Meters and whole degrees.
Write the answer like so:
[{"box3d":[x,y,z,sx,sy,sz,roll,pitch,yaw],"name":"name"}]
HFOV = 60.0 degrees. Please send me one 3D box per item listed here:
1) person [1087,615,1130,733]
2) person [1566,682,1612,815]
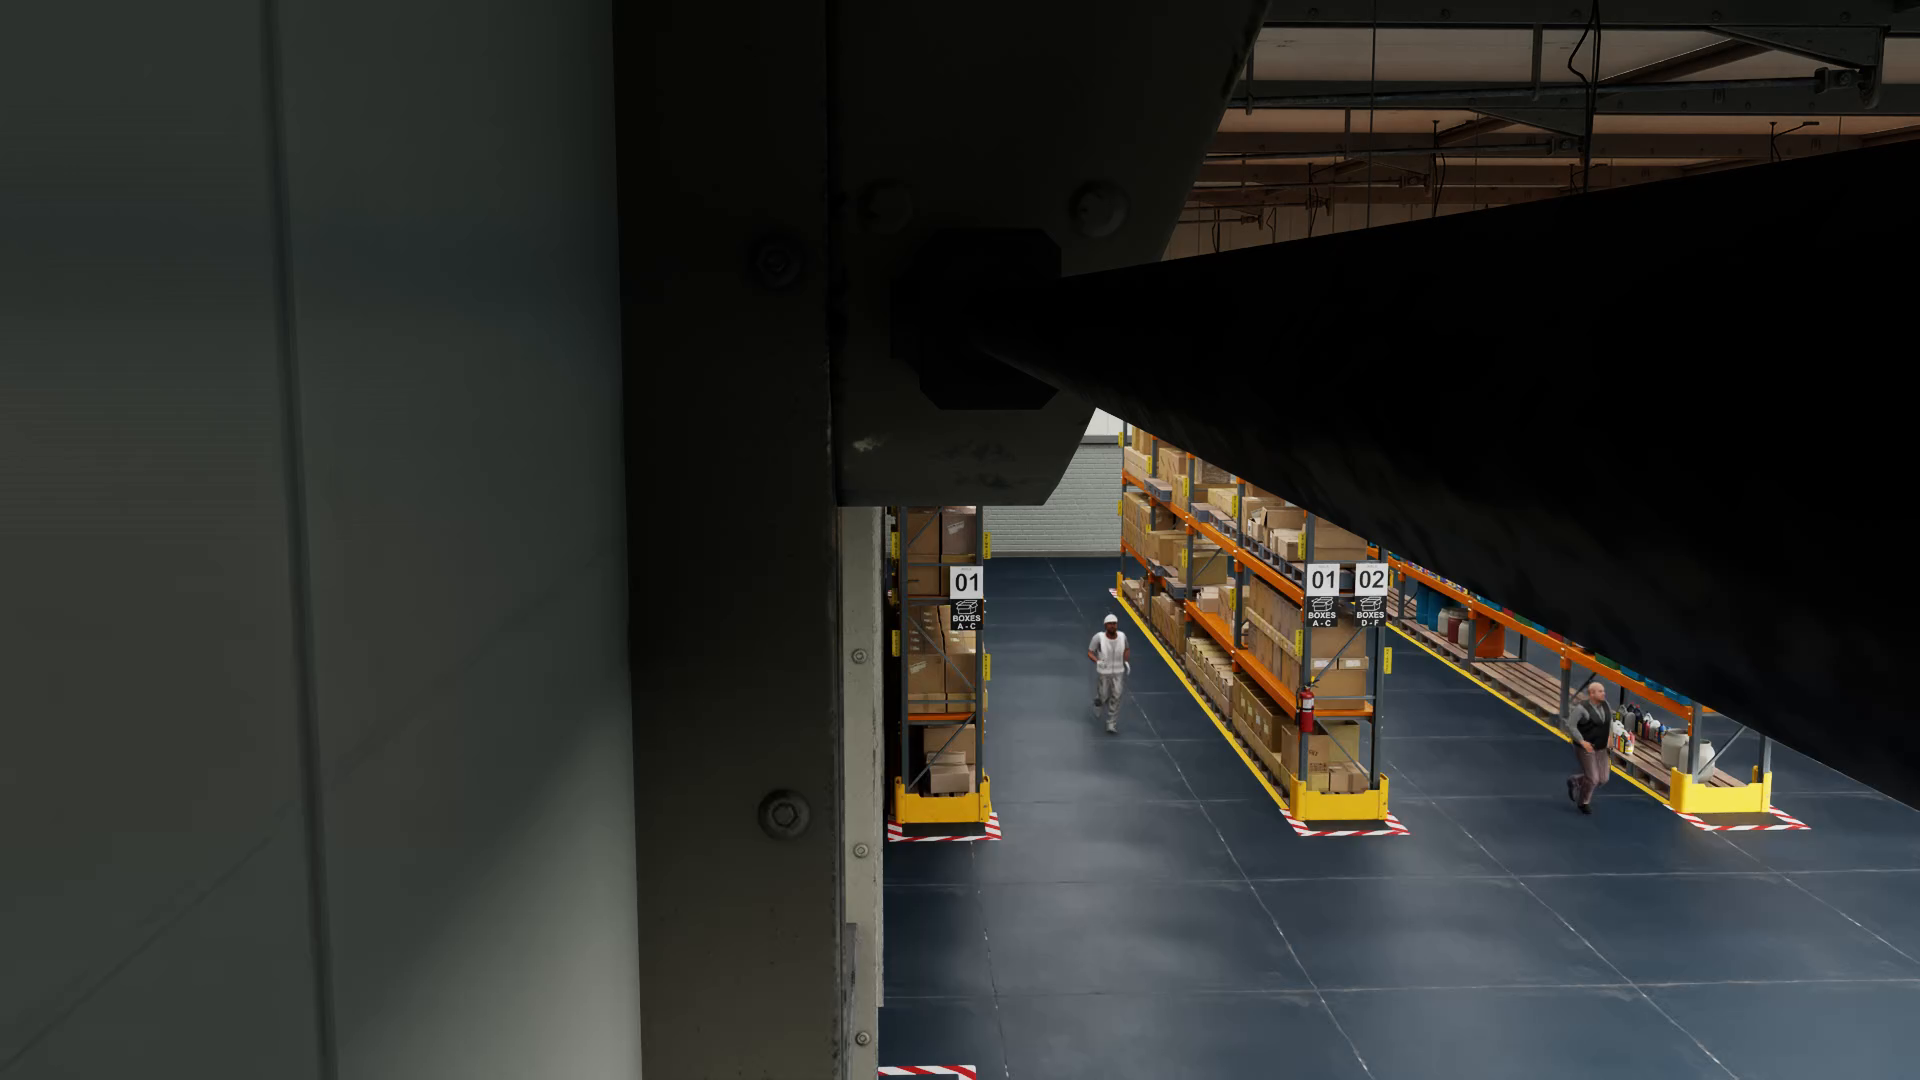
[{"box3d":[2.239,1.983,24.916,0.676,1.766,0.757,-2,8,-11],"name":"person"},{"box3d":[7.883,2.592,20.872,0.719,1.686,0.516,-5,10,-32],"name":"person"}]
